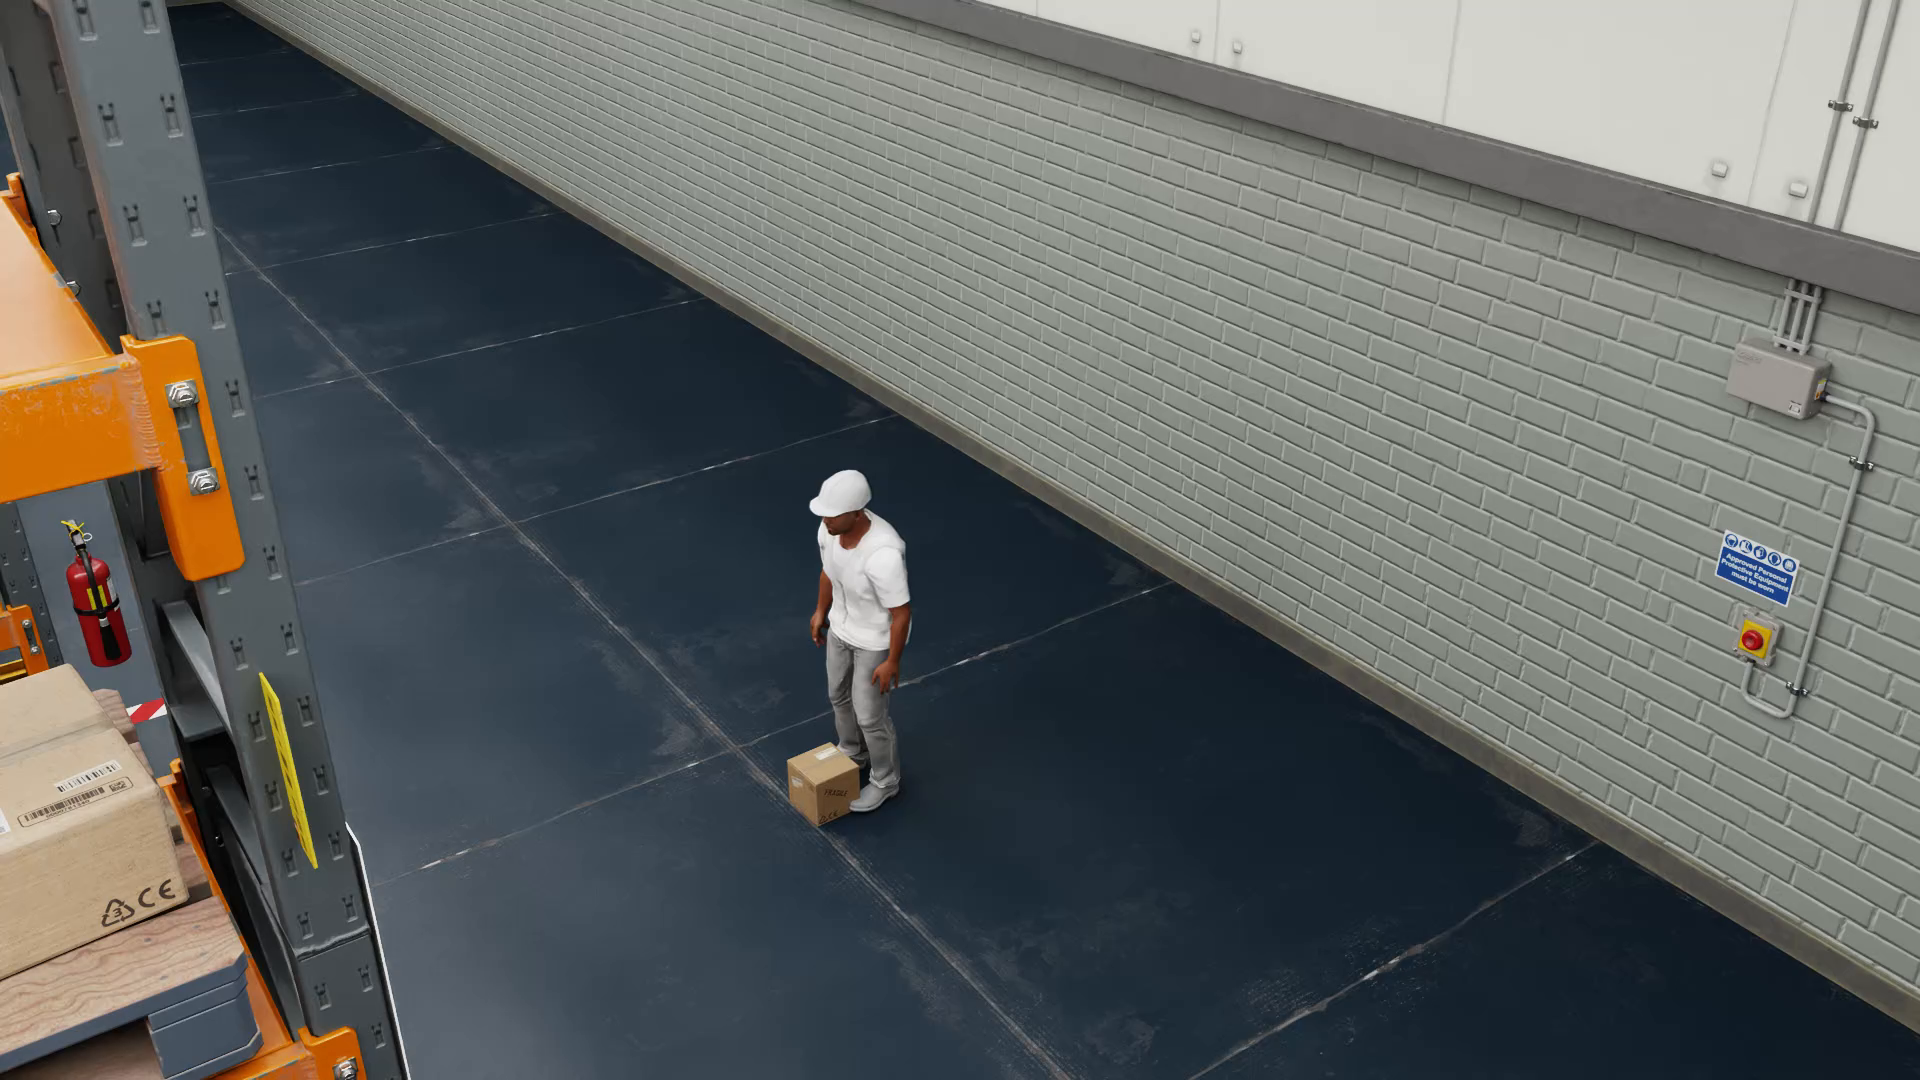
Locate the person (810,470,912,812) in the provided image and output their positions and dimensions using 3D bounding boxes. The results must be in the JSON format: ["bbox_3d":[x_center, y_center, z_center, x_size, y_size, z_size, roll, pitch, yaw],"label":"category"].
[{"bbox_3d":[-0.475,0.450,7.773,0.458,1.761,0.638,-20,34,-32],"label":"person"}]
